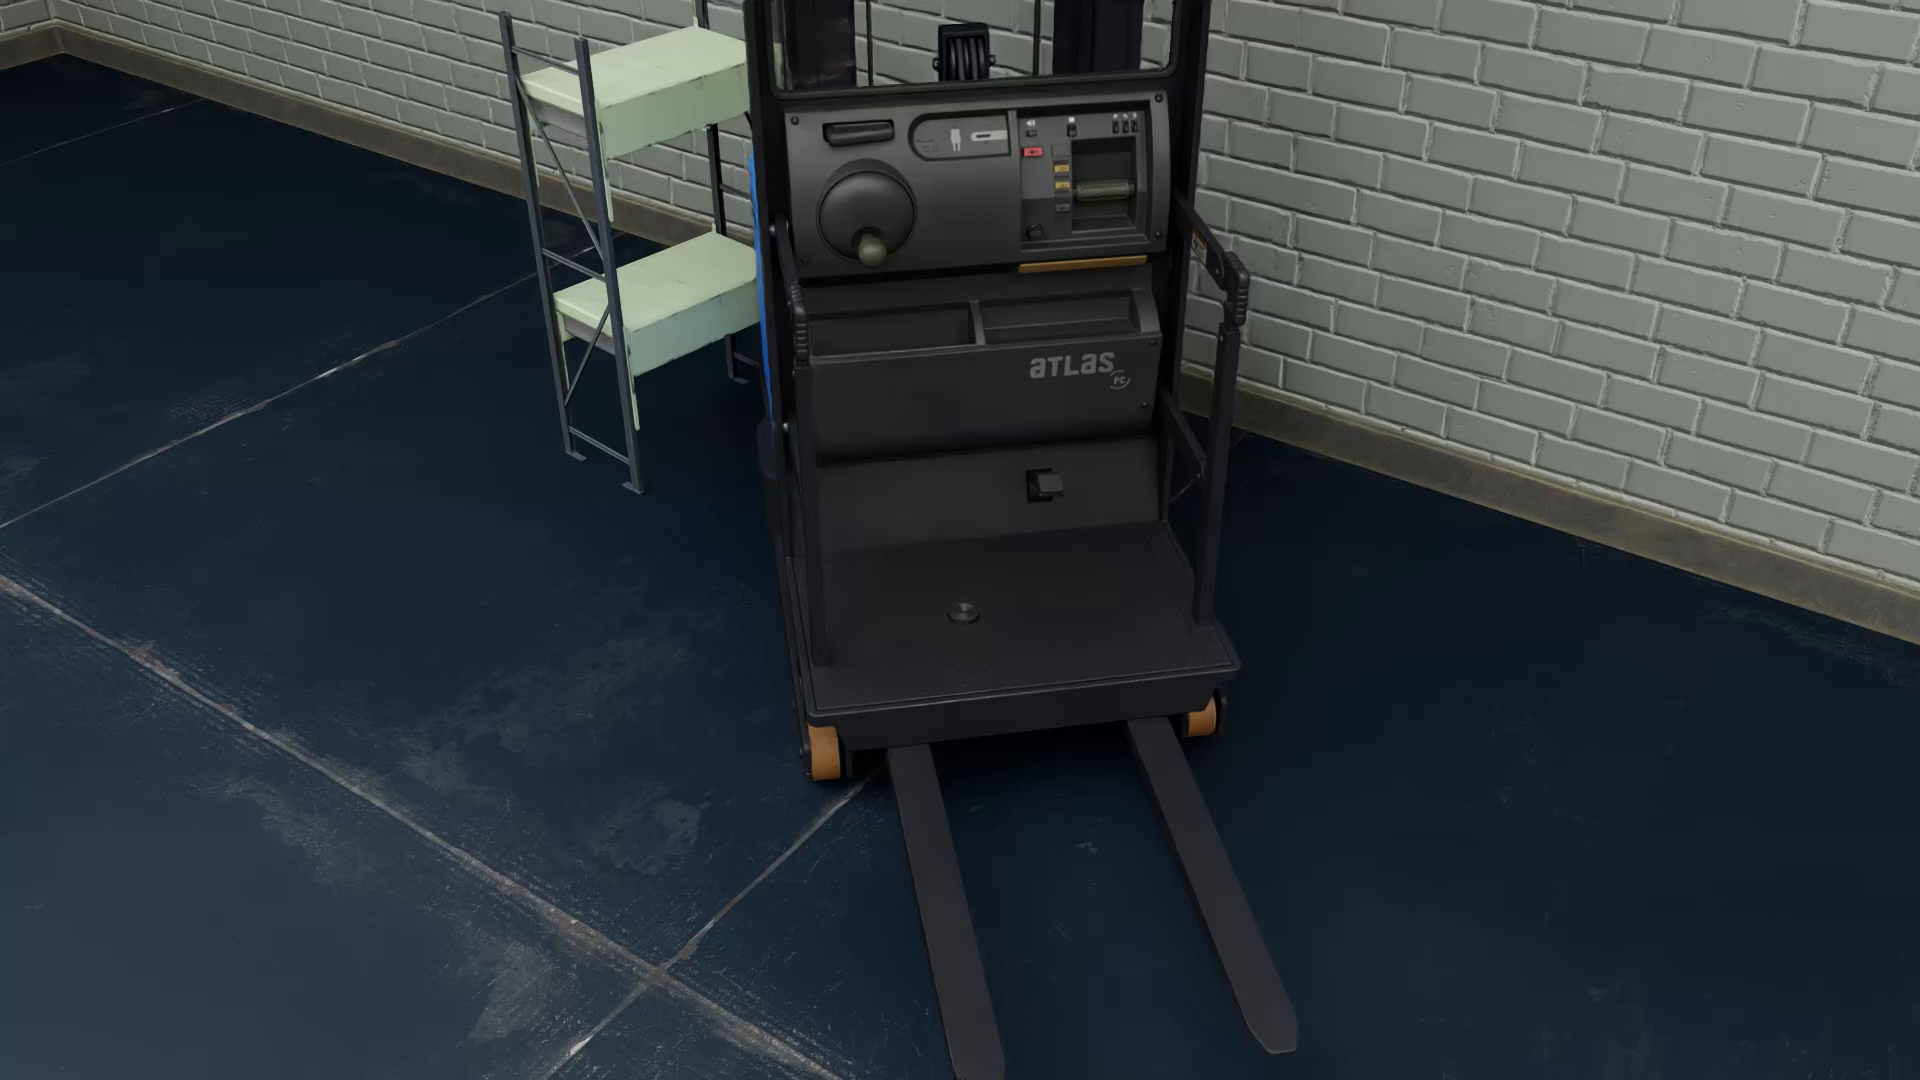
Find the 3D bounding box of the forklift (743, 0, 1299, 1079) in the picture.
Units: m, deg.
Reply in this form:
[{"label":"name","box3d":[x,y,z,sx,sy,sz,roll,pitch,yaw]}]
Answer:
[{"label":"forklift","box3d":[0.090,-0.808,3.829,1.130,2.935,3.031,-6,34,-8]}]

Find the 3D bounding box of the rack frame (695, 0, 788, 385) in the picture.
[{"label":"rack frame","box3d":[-0.700,-1.150,5.612,0.400,1.500,0.023,27,42,34]}]

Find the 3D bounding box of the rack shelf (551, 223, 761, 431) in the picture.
[{"label":"rack shelf","box3d":[-0.947,-0.729,5.571,0.431,0.370,0.720,27,42,34]}]

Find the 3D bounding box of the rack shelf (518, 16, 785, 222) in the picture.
[{"label":"rack shelf","box3d":[-0.947,-1.322,5.170,0.431,0.370,0.720,27,42,34]}]

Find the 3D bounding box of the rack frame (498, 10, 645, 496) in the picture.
[{"label":"rack frame","box3d":[-1.194,-0.847,5.164,0.400,1.500,0.023,27,42,34]}]

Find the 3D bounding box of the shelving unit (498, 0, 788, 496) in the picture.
[{"label":"shelving unit","box3d":[-0.947,-0.999,5.388,0.431,1.500,0.755,27,42,34]}]
